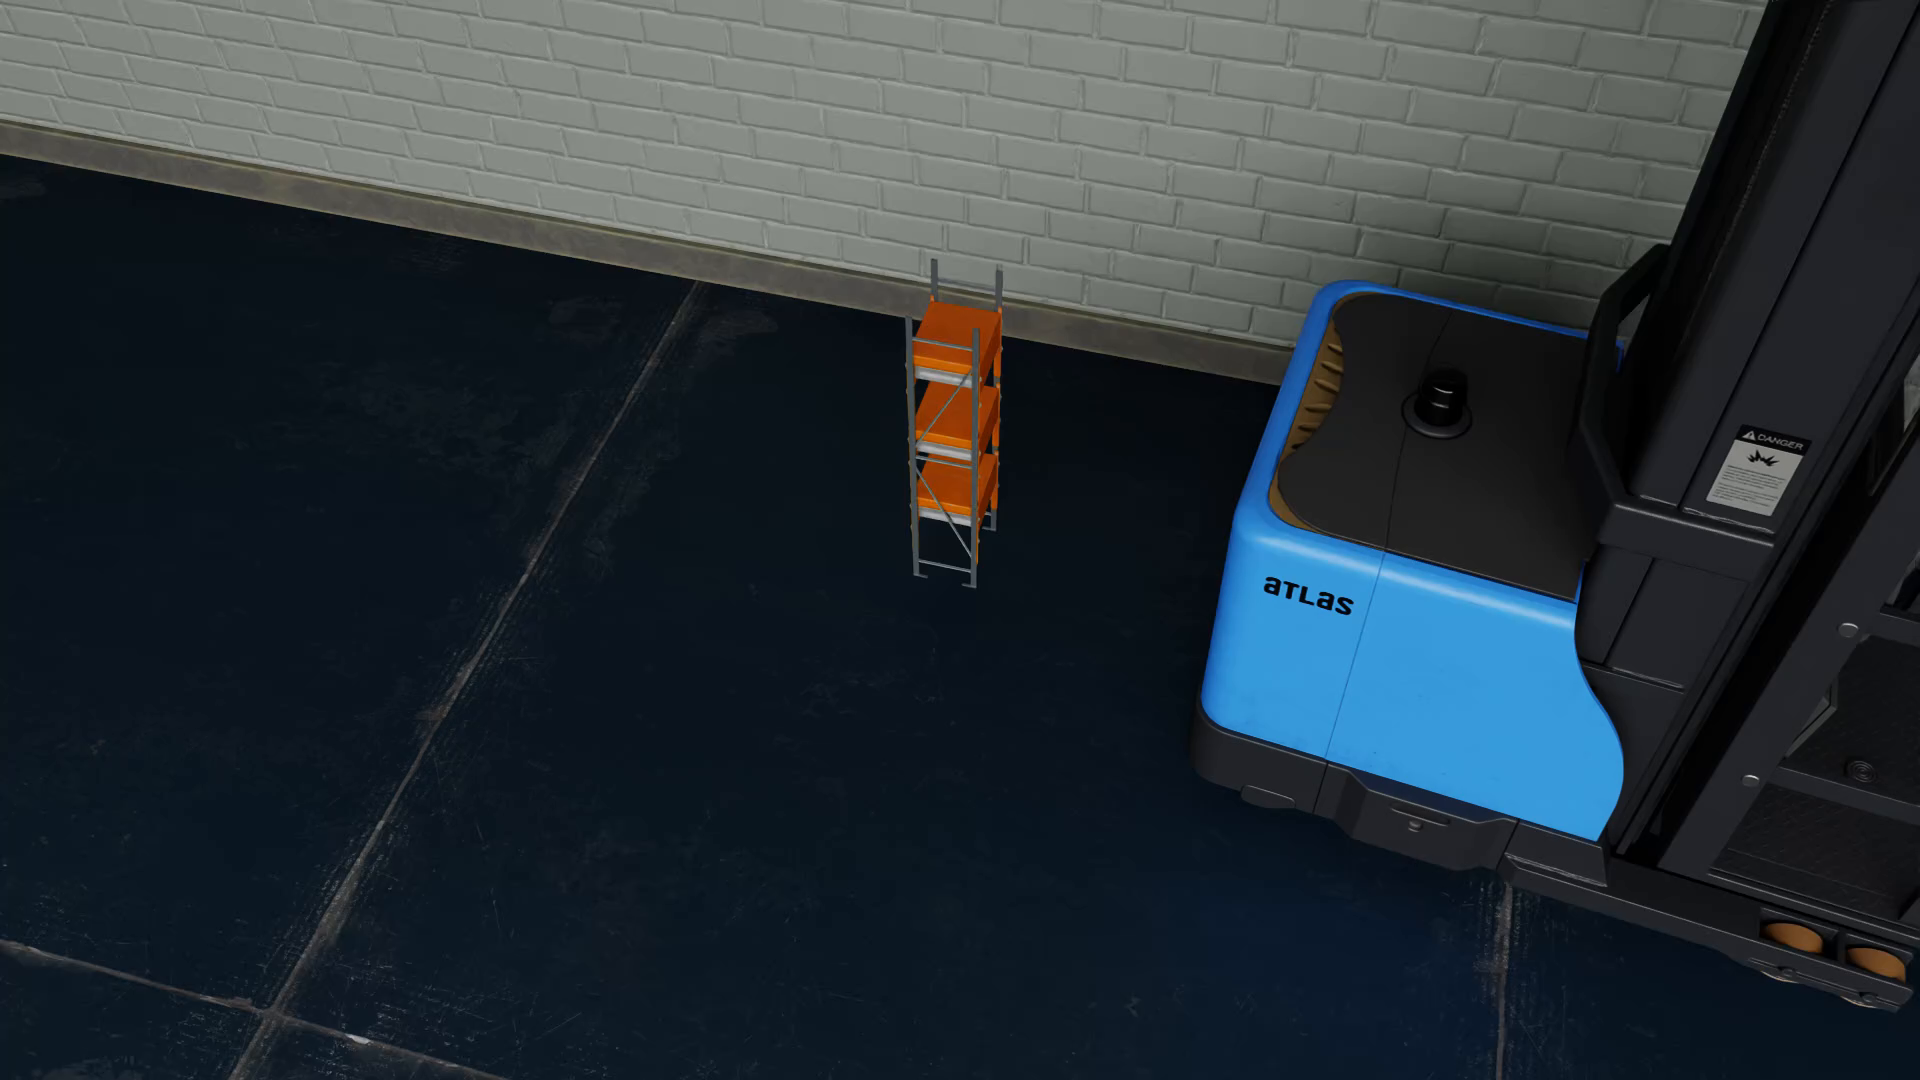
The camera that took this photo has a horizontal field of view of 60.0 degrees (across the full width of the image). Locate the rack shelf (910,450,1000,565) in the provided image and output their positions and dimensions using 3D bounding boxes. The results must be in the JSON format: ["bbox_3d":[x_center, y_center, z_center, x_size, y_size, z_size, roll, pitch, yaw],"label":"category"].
[{"bbox_3d":[-0.014,-0.118,5.039,0.215,0.259,0.240,12,50,10],"label":"rack shelf"}]

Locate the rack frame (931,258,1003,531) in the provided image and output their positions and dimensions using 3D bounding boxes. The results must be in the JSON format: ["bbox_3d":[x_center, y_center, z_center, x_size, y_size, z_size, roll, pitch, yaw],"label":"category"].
[{"bbox_3d":[0.018,-0.397,4.900,0.200,1.050,0.008,12,50,10],"label":"rack frame"}]

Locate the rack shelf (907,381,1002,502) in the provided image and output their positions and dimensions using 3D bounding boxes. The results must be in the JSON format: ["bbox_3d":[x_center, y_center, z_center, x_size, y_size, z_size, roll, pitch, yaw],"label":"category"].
[{"bbox_3d":[-0.014,-0.302,4.830,0.215,0.259,0.240,12,50,10],"label":"rack shelf"}]

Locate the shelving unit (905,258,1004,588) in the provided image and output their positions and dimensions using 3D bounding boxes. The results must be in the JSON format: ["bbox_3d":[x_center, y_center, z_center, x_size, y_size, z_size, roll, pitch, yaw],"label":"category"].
[{"bbox_3d":[-0.014,-0.309,4.822,0.215,1.050,0.252,12,50,10],"label":"shelving unit"}]

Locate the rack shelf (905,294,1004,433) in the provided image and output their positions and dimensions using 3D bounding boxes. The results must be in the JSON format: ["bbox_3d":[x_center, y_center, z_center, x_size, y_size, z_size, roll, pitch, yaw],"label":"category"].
[{"bbox_3d":[-0.014,-0.489,4.617,0.215,0.259,0.240,12,50,10],"label":"rack shelf"}]

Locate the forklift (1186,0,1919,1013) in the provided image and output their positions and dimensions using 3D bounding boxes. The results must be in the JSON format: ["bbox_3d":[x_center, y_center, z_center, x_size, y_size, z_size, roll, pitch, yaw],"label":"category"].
[{"bbox_3d":[2.201,-0.244,3.510,3.031,2.935,1.130,16,51,14],"label":"forklift"}]

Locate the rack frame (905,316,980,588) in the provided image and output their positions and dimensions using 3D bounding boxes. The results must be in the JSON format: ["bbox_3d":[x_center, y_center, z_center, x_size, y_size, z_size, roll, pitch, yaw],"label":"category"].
[{"bbox_3d":[-0.046,-0.220,4.744,0.200,1.050,0.008,12,50,10],"label":"rack frame"}]
